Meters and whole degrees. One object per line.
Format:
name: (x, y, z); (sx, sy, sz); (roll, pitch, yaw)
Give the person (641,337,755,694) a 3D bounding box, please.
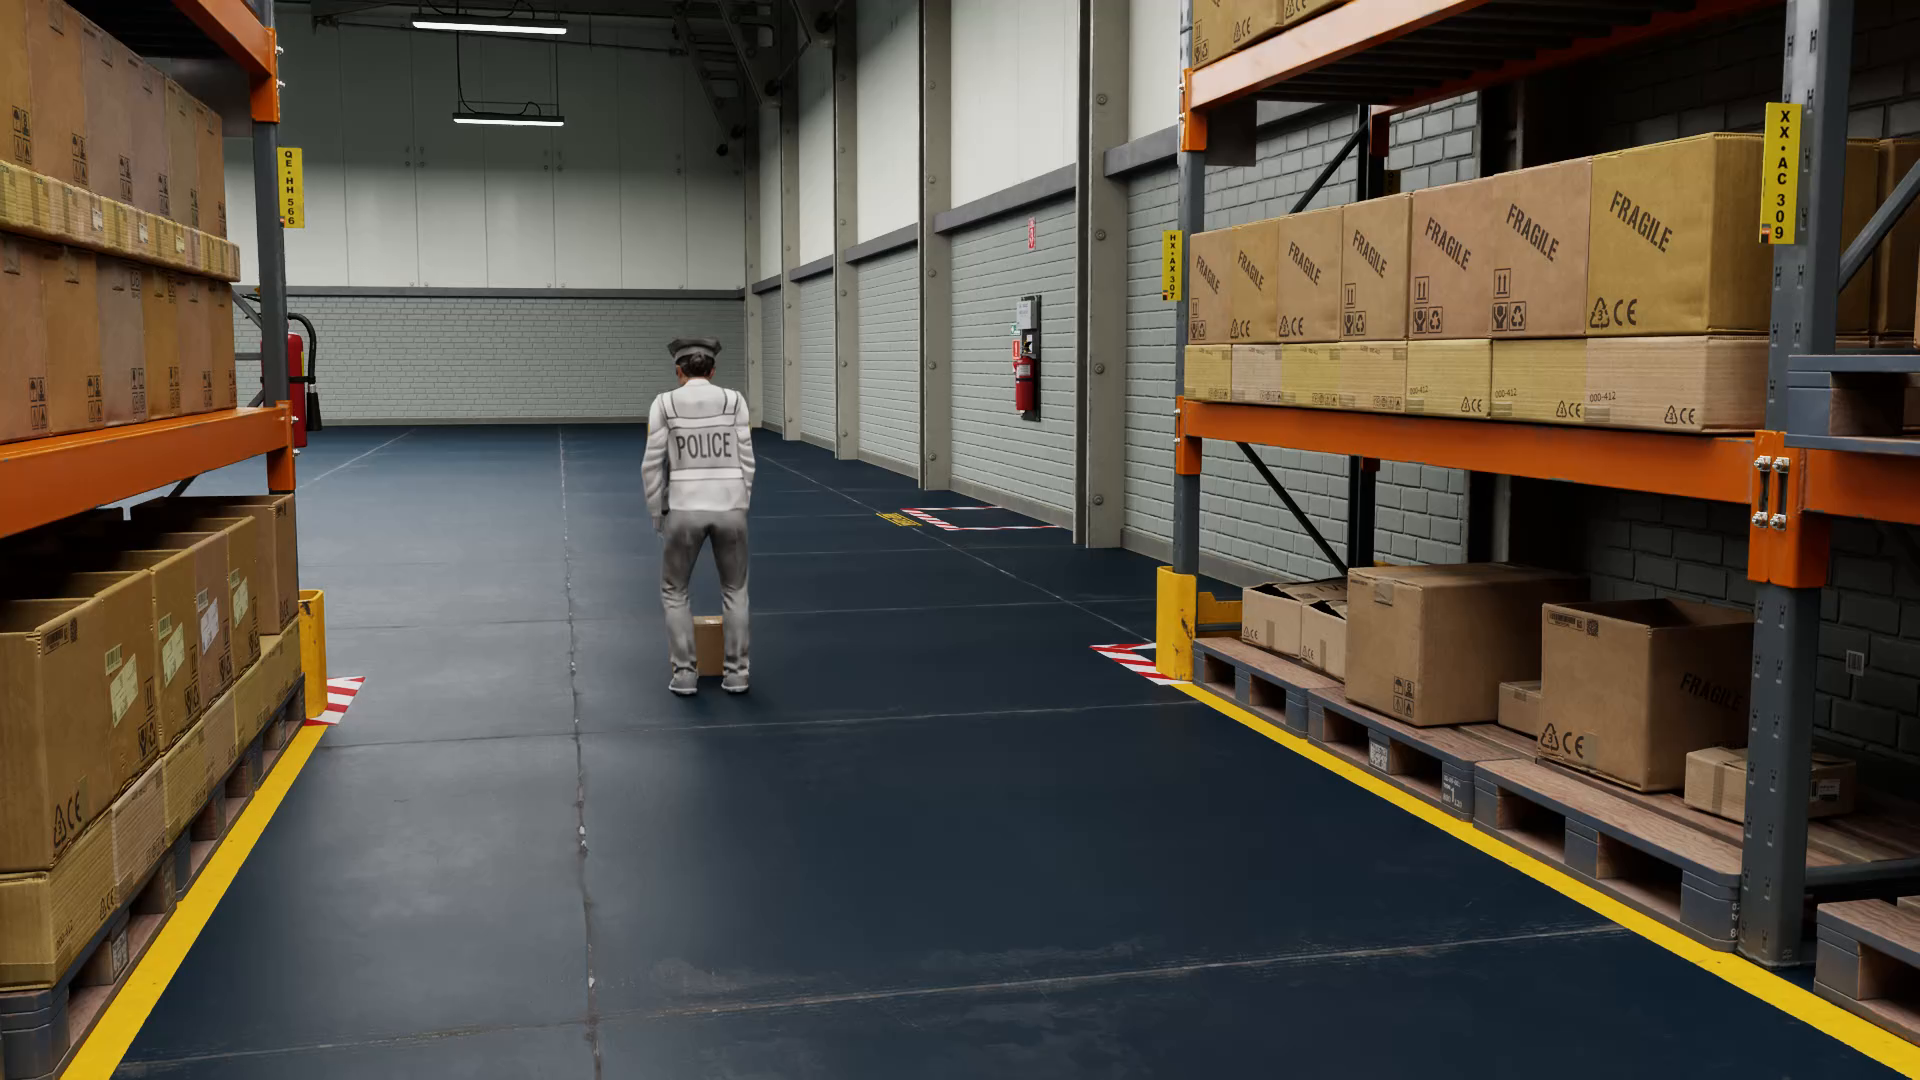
person: (-1.174, -0.106, 7.486); (0.508, 1.604, 0.485); (-1, 6, -12)
